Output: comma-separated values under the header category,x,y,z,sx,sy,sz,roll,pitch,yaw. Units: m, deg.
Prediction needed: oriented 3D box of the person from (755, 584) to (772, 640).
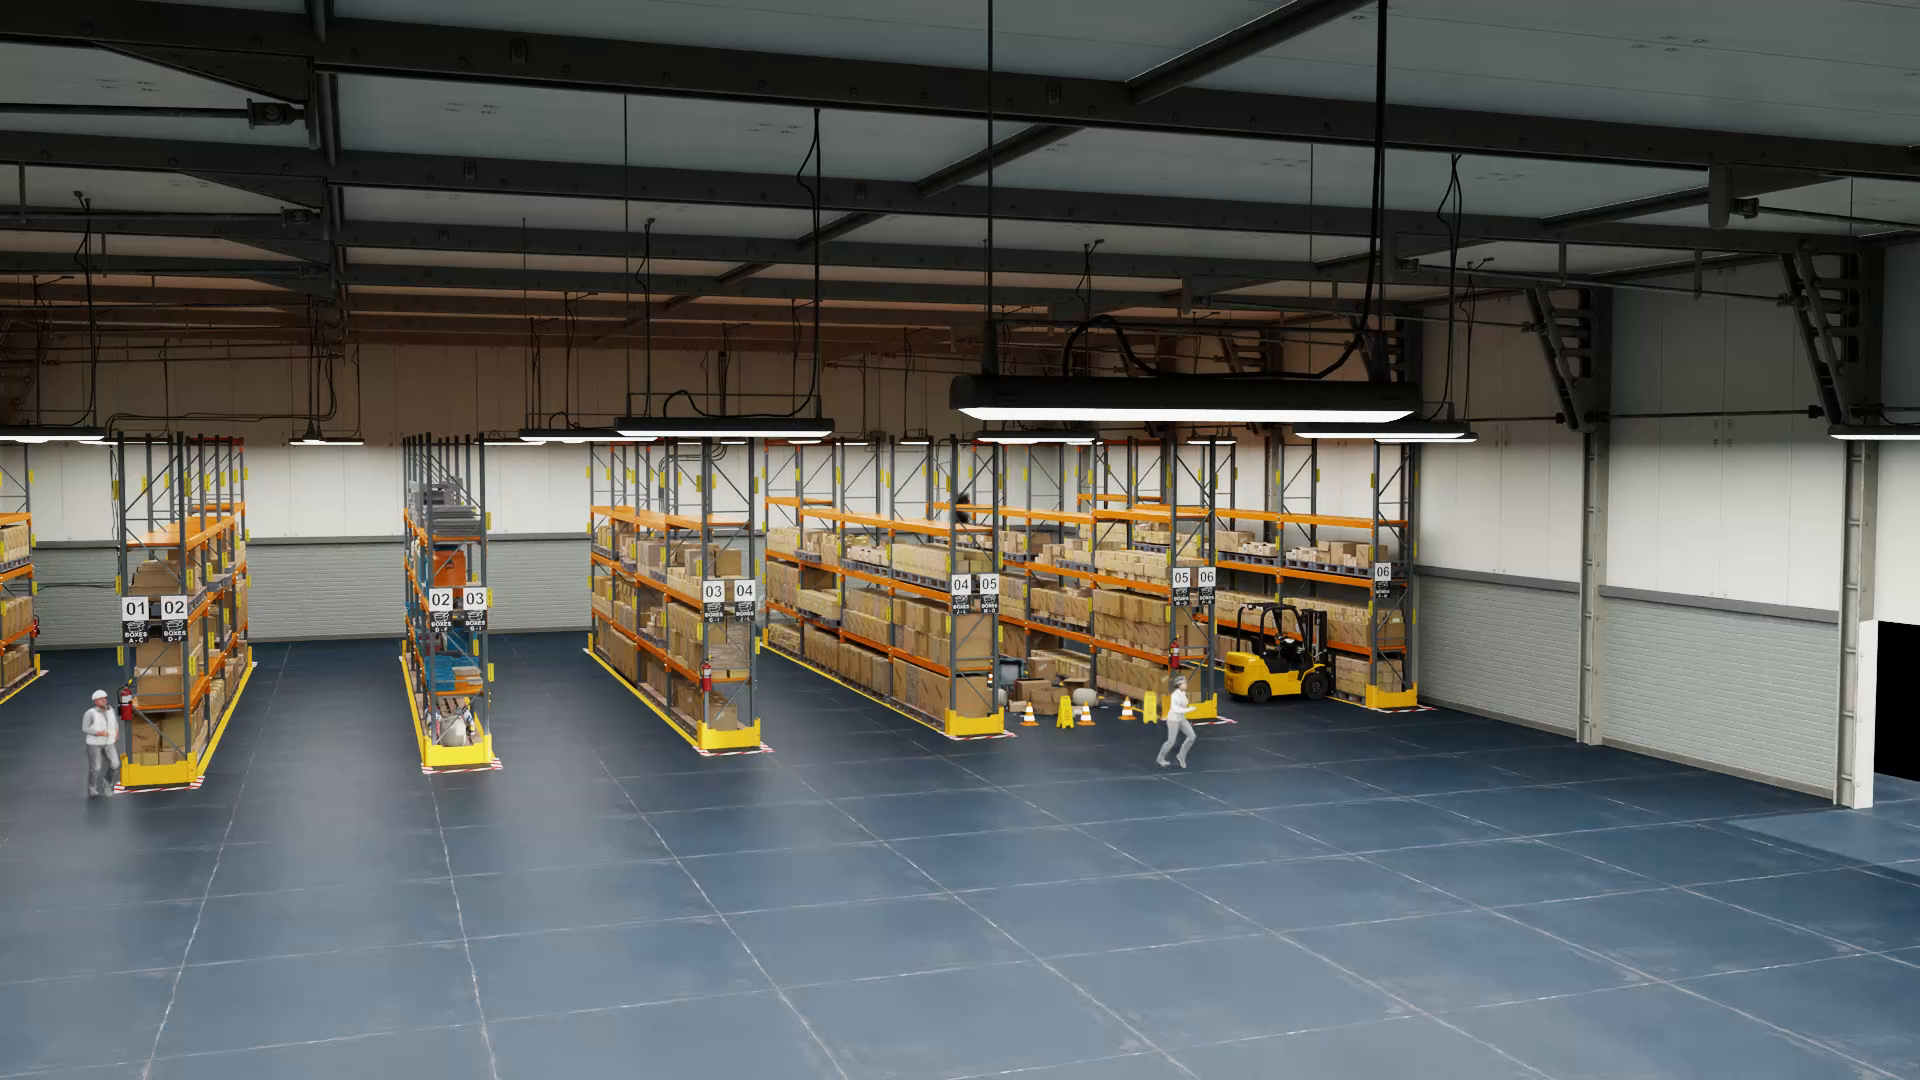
category,x,y,z,sx,sy,sz,roll,pitch,yaw
person,-5.822,2.135,49.519,0.529,1.692,0.727,-1,3,-25

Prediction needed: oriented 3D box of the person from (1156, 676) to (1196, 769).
category,x,y,z,sx,sy,sz,roll,pitch,yaw
person,3.864,3.236,29.615,0.789,1.679,0.641,2,4,31

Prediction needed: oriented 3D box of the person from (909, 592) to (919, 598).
category,x,y,z,sx,sy,sz,roll,pitch,yaw
person,-1.447,2.025,51.292,0.538,1.732,0.709,0,3,-2

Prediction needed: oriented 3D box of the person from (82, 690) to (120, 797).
category,x,y,z,sx,sy,sz,roll,pitch,yaw
person,-14.010,3.348,27.192,0.695,1.804,0.670,2,4,36
